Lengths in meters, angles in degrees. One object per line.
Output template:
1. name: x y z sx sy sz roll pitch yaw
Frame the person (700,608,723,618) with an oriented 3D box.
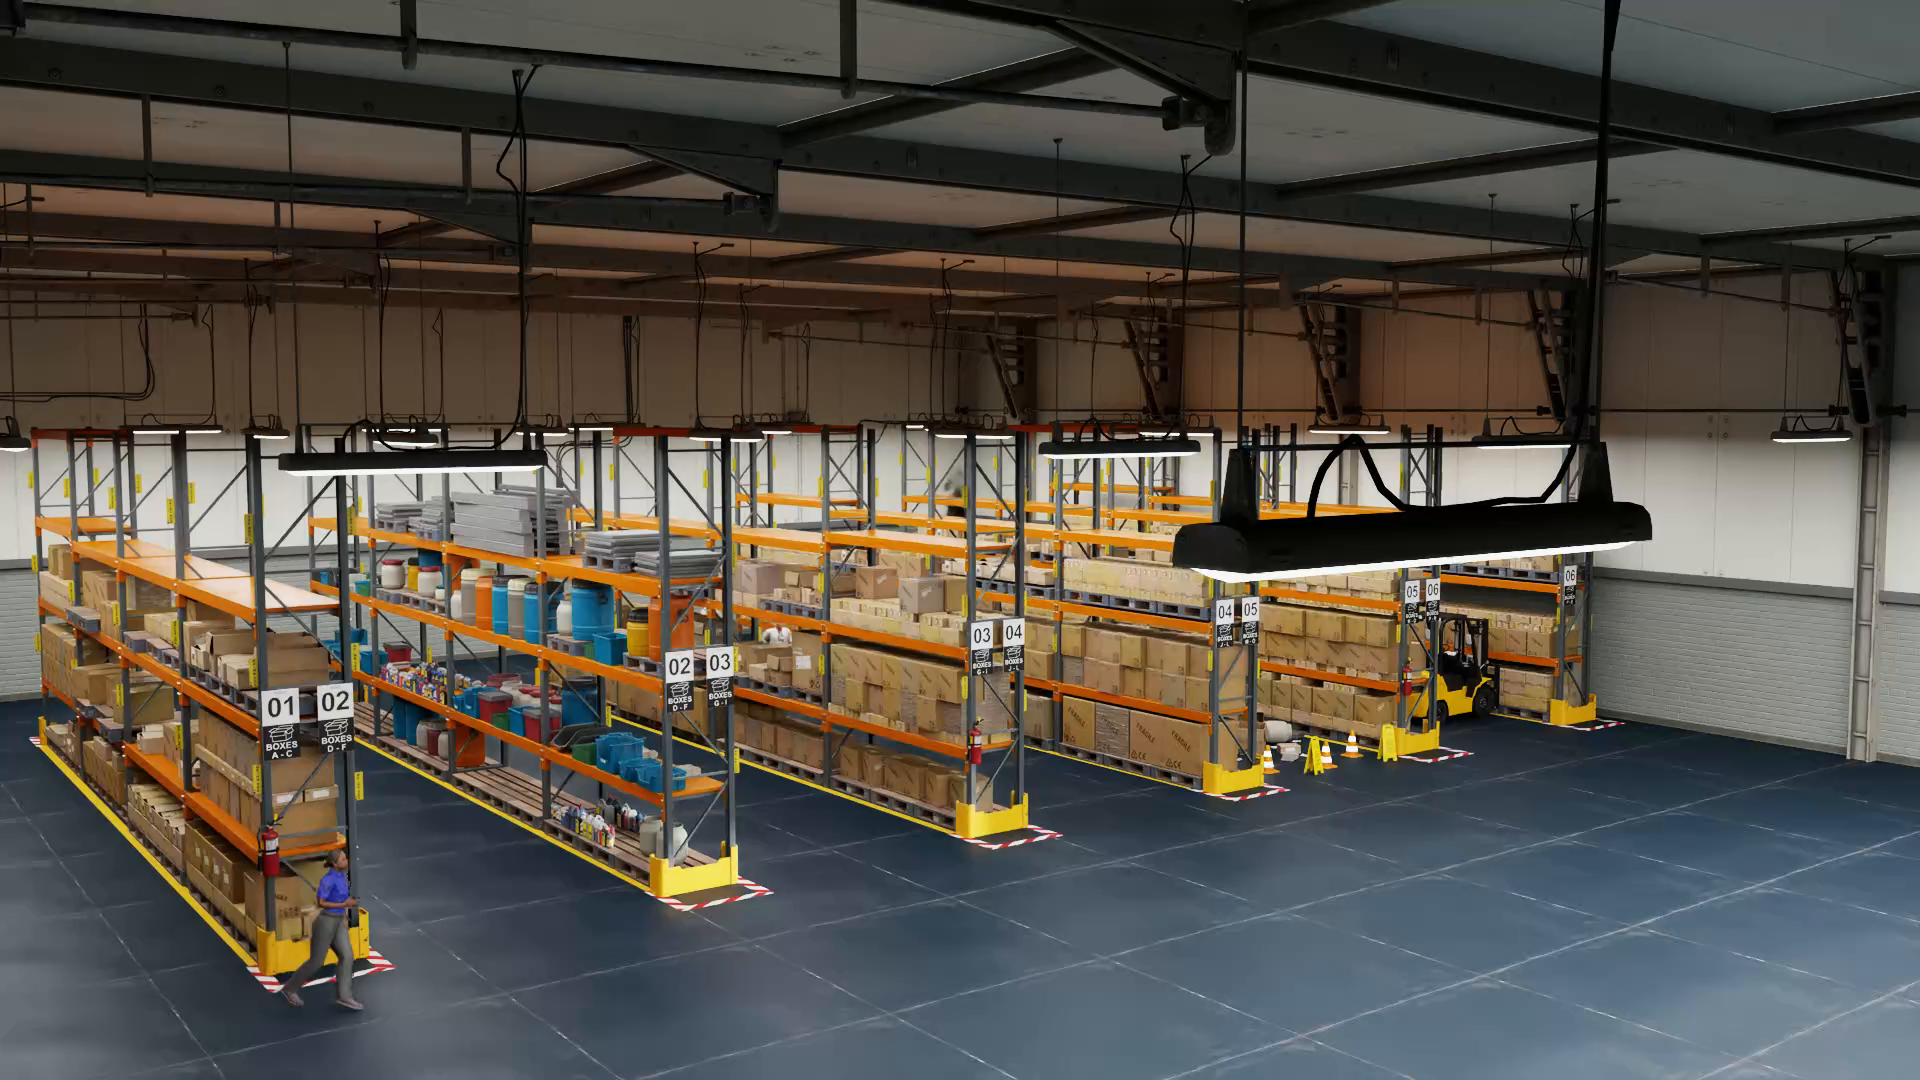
1. person: -6.156 2.262 40.951 0.712 1.713 0.618 2 5 22

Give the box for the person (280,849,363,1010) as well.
1. person: -6.721 4.126 17.715 0.875 1.646 0.617 0 4 4

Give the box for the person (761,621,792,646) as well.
1. person: -3.956 2.581 36.433 0.681 1.813 0.981 -3 5 -32
